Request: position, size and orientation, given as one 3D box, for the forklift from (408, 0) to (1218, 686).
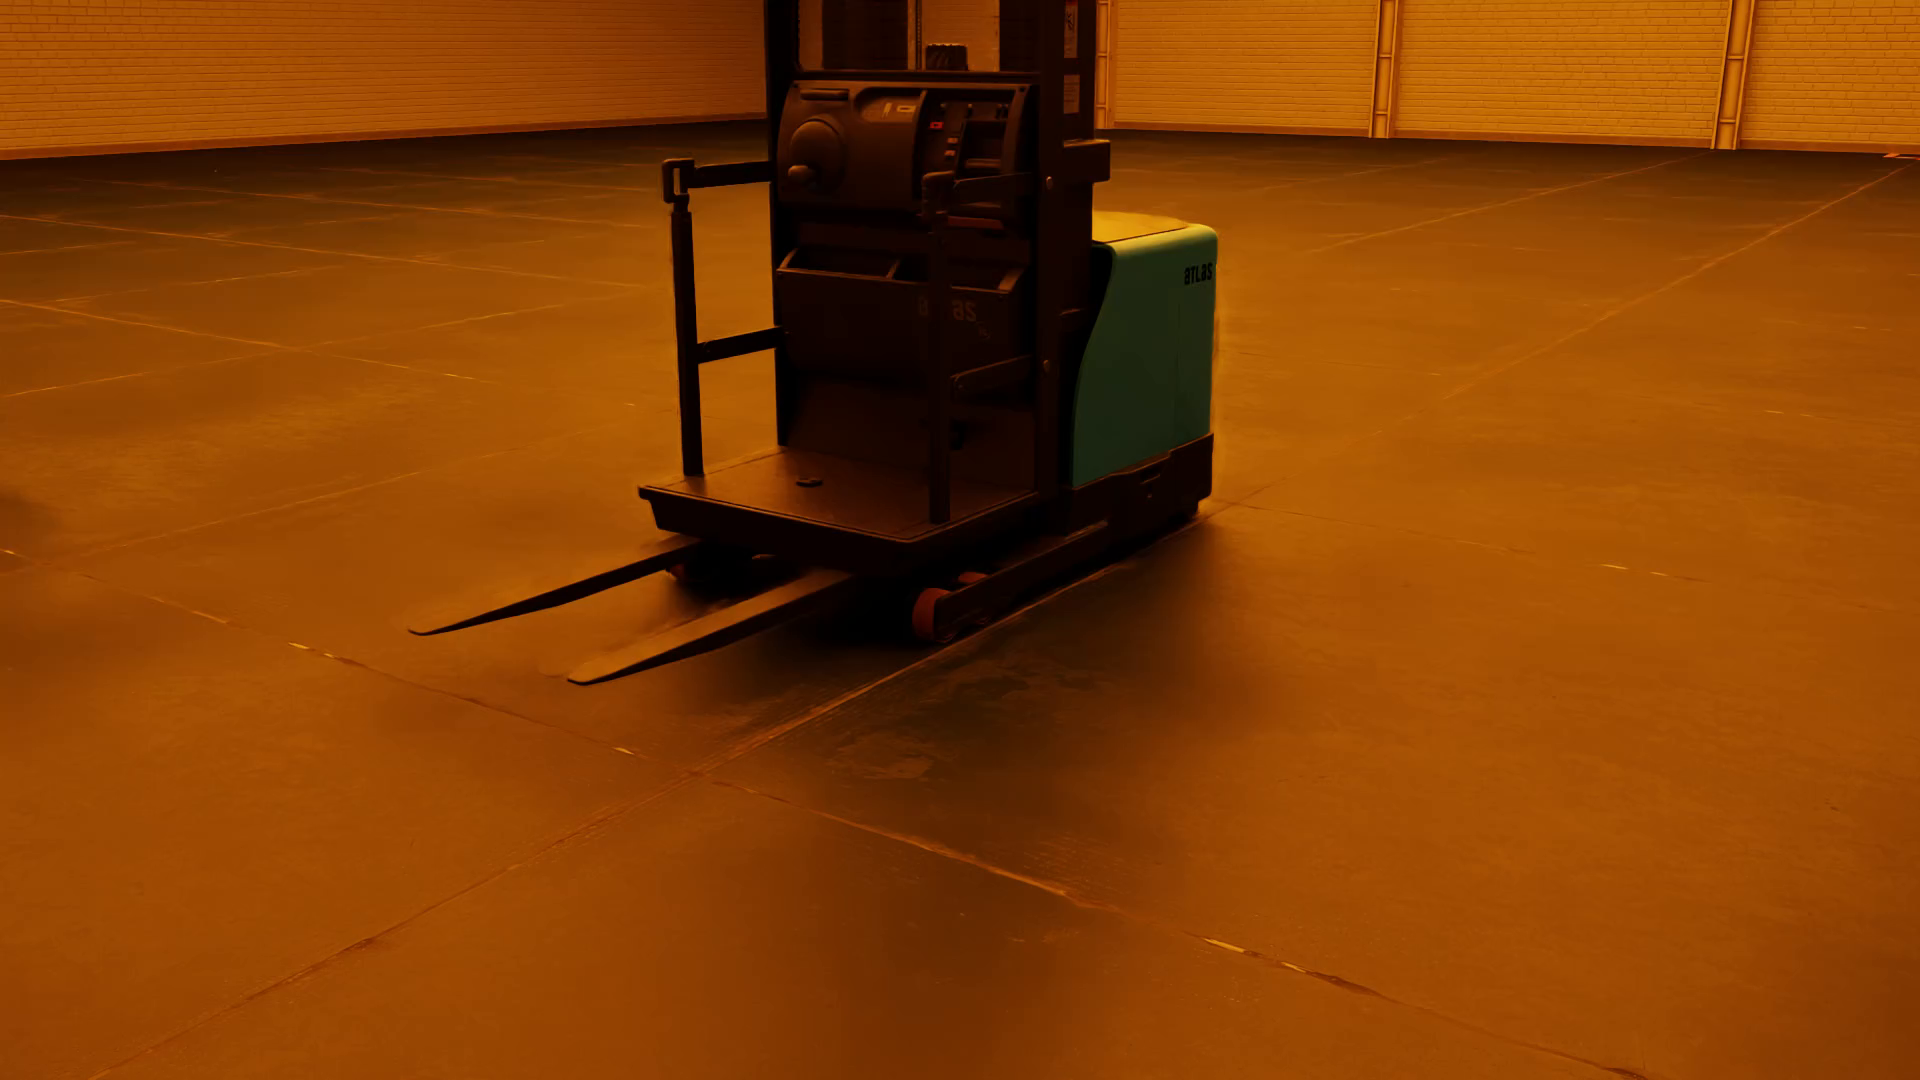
[{"bbox_3d":[-0.311,-1.253,5.024,1.130,2.935,3.031,11,20,33],"label":"forklift"}]
